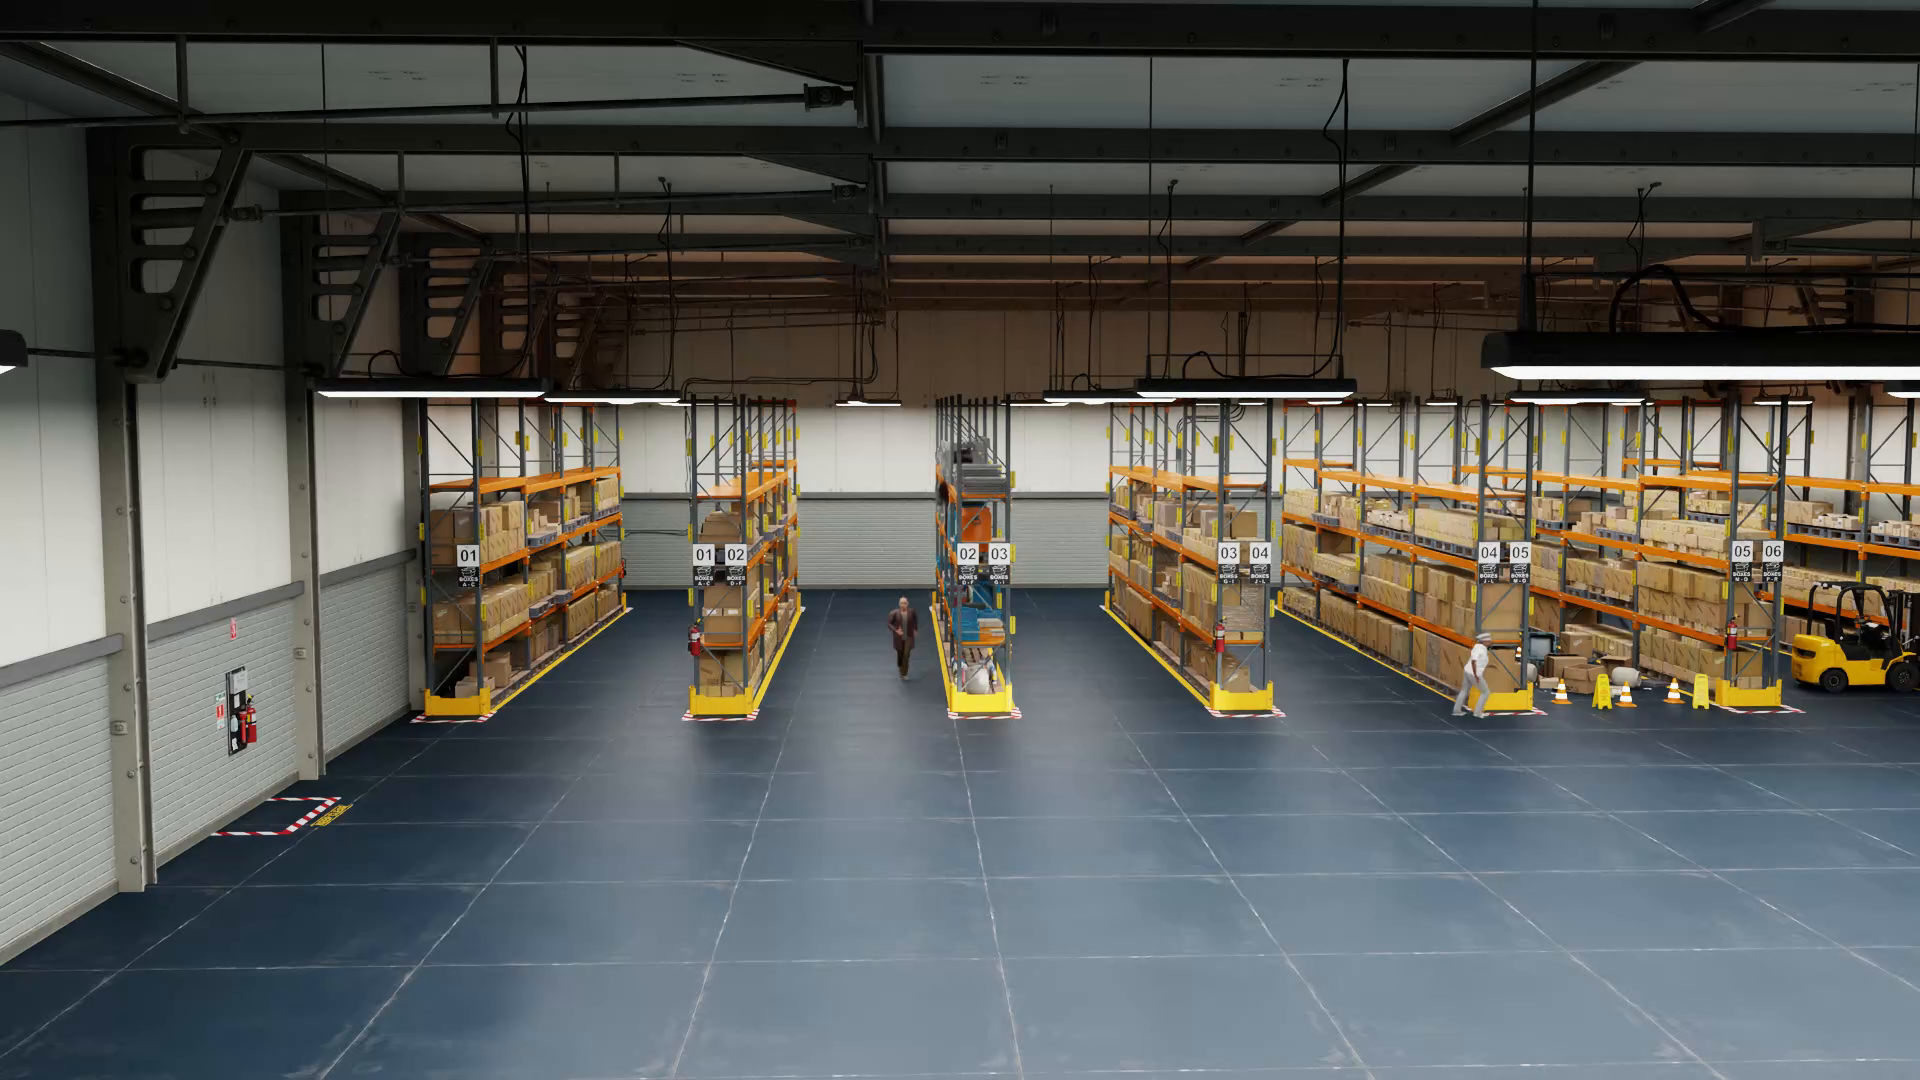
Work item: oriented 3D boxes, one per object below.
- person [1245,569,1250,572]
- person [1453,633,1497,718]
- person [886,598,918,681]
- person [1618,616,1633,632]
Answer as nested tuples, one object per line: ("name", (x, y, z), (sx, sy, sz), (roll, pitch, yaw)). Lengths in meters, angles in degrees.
("person", (8.312, 1.069, 48.333), (0.583, 1.669, 0.645), (1, 5, 14))
("person", (9.605, 2.514, 30.876), (0.759, 1.616, 0.612), (0, 5, -4))
("person", (-1.227, 2.077, 35.368), (0.701, 1.743, 0.883), (-1, 5, -7))
("person", (16.837, 1.610, 42.151), (0.738, 1.637, 0.876), (-3, 5, -32))
